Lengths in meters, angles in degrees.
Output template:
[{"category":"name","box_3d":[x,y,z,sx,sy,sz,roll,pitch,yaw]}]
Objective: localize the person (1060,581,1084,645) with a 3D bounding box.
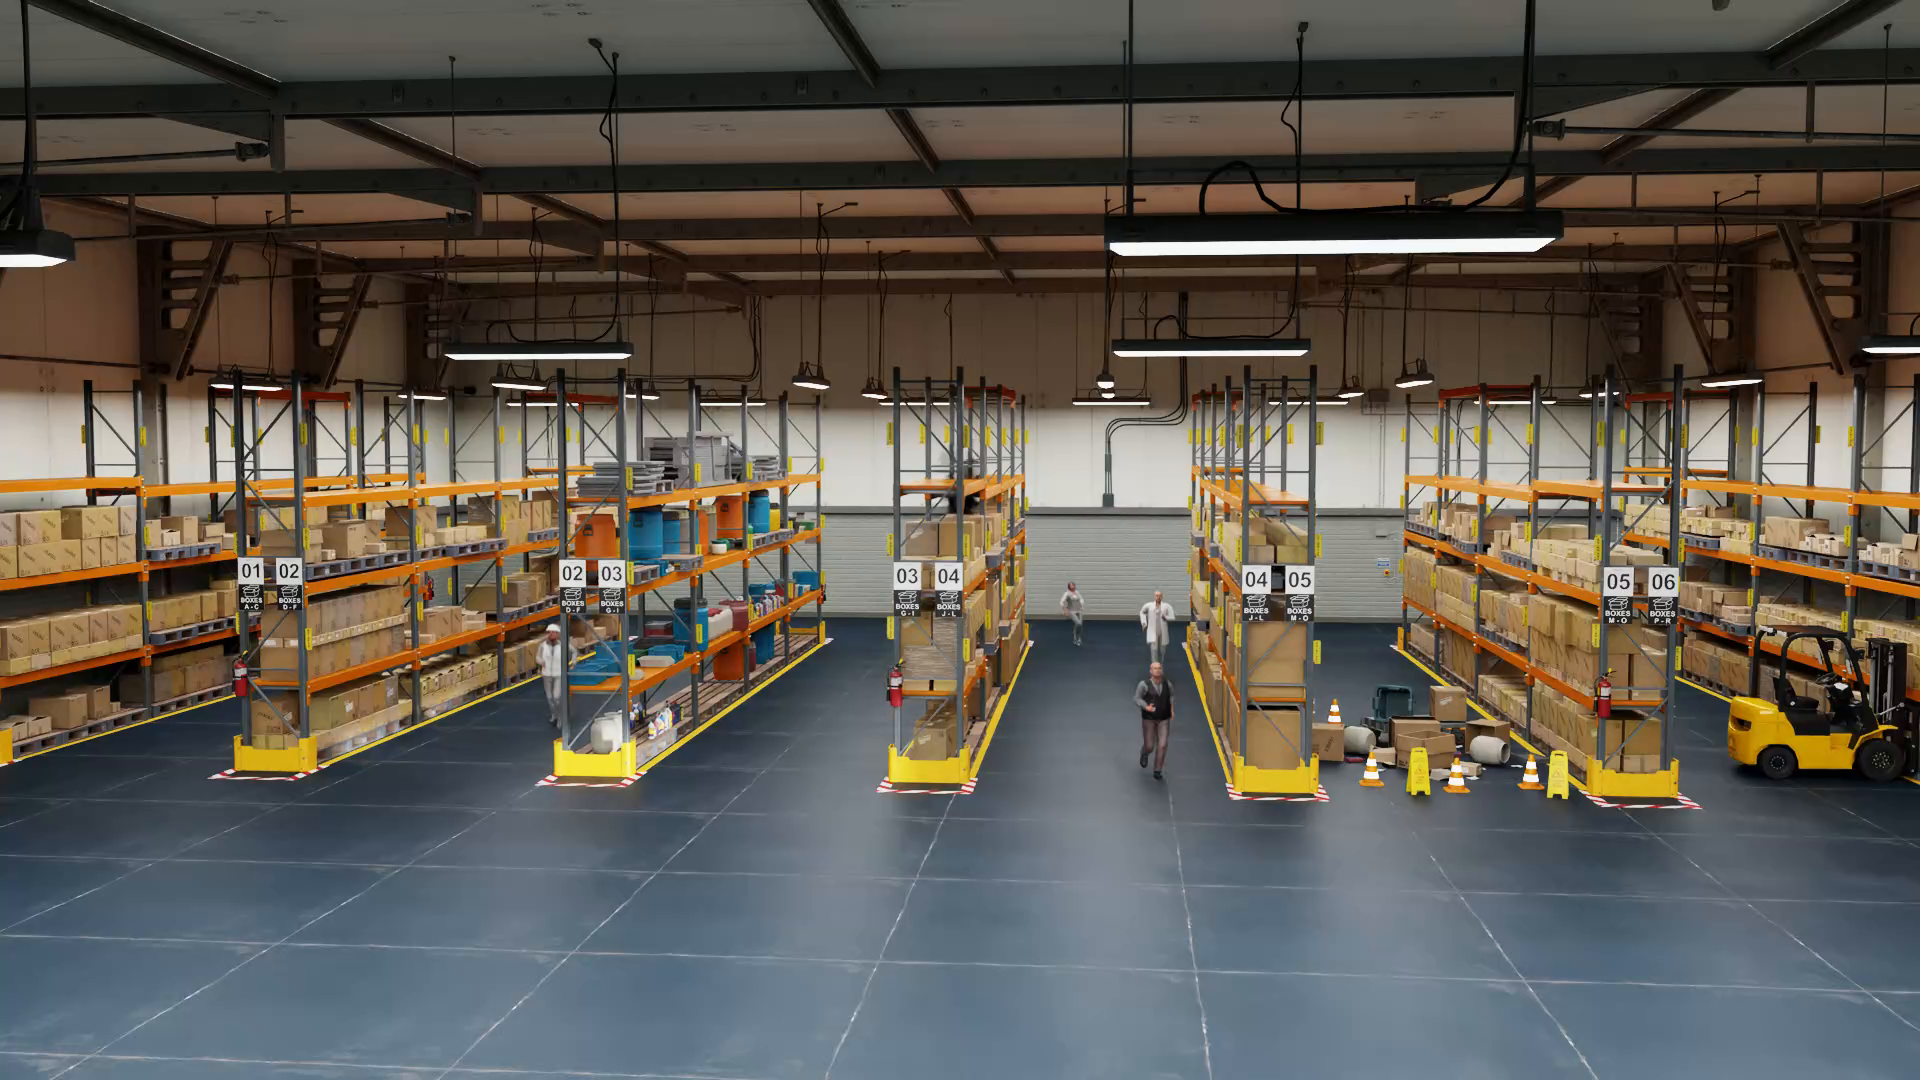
[{"category":"person","box_3d":[2.730,1.756,39.809,0.592,1.541,0.568,-2,4,-27]}]

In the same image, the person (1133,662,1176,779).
[{"category":"person","box_3d":[2.873,2.636,24.460,0.664,1.687,0.720,-1,4,-8]}]

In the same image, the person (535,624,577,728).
[{"category":"person","box_3d":[-6.980,2.358,28.663,0.671,1.834,0.733,0,4,3]}]

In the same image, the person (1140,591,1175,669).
[{"category":"person","box_3d":[4.107,1.924,34.537,0.691,1.752,1.045,0,4,-1]}]
